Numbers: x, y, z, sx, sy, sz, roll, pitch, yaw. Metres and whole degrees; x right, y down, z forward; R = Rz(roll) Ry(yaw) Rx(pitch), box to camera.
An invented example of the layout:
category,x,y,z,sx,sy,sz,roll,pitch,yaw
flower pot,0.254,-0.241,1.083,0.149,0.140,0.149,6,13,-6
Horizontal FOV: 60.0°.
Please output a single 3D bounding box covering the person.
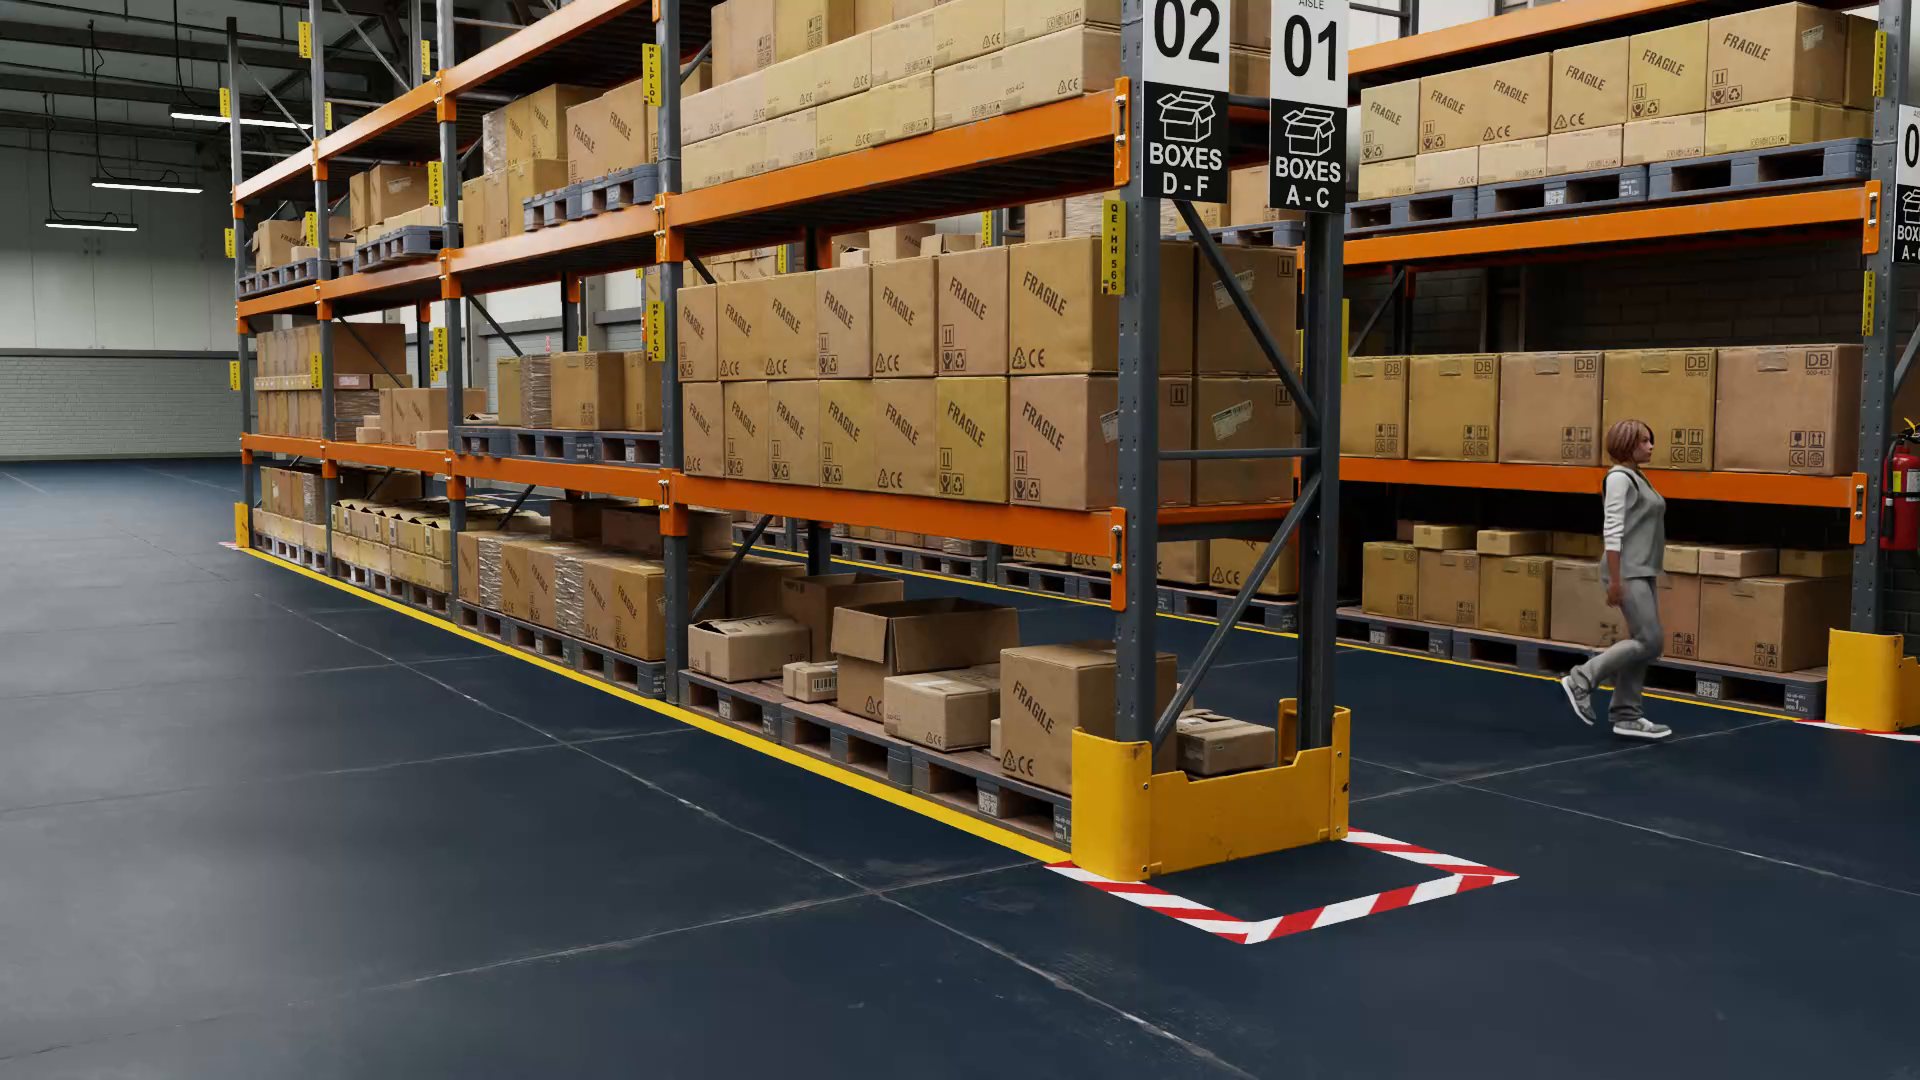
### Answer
category,x,y,z,sx,sy,sz,roll,pitch,yaw
person,3.300,0.191,8.296,0.501,1.585,0.418,3,6,35
